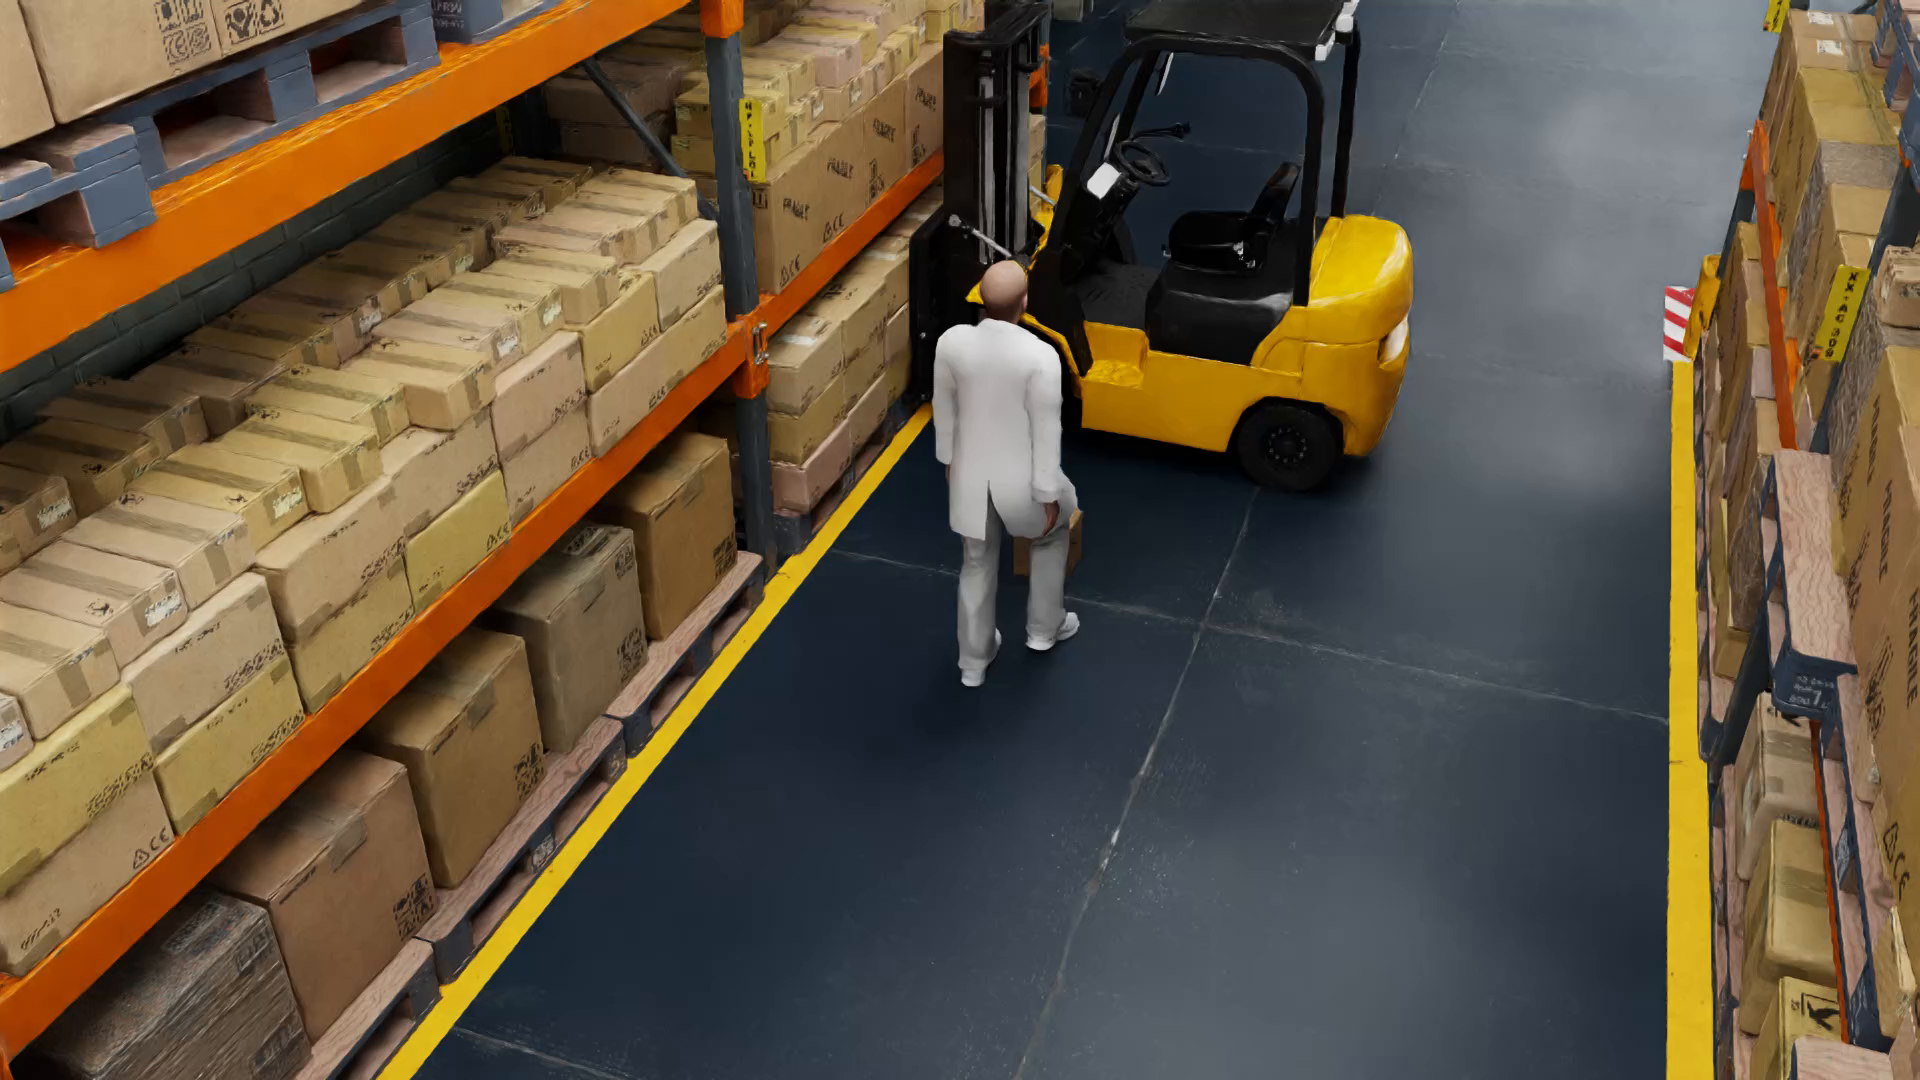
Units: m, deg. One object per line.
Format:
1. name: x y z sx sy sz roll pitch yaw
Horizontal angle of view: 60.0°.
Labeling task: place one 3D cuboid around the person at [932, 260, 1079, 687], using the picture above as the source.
1. person: 0.182 -0.285 6.575 0.583 1.779 0.643 13 35 19
